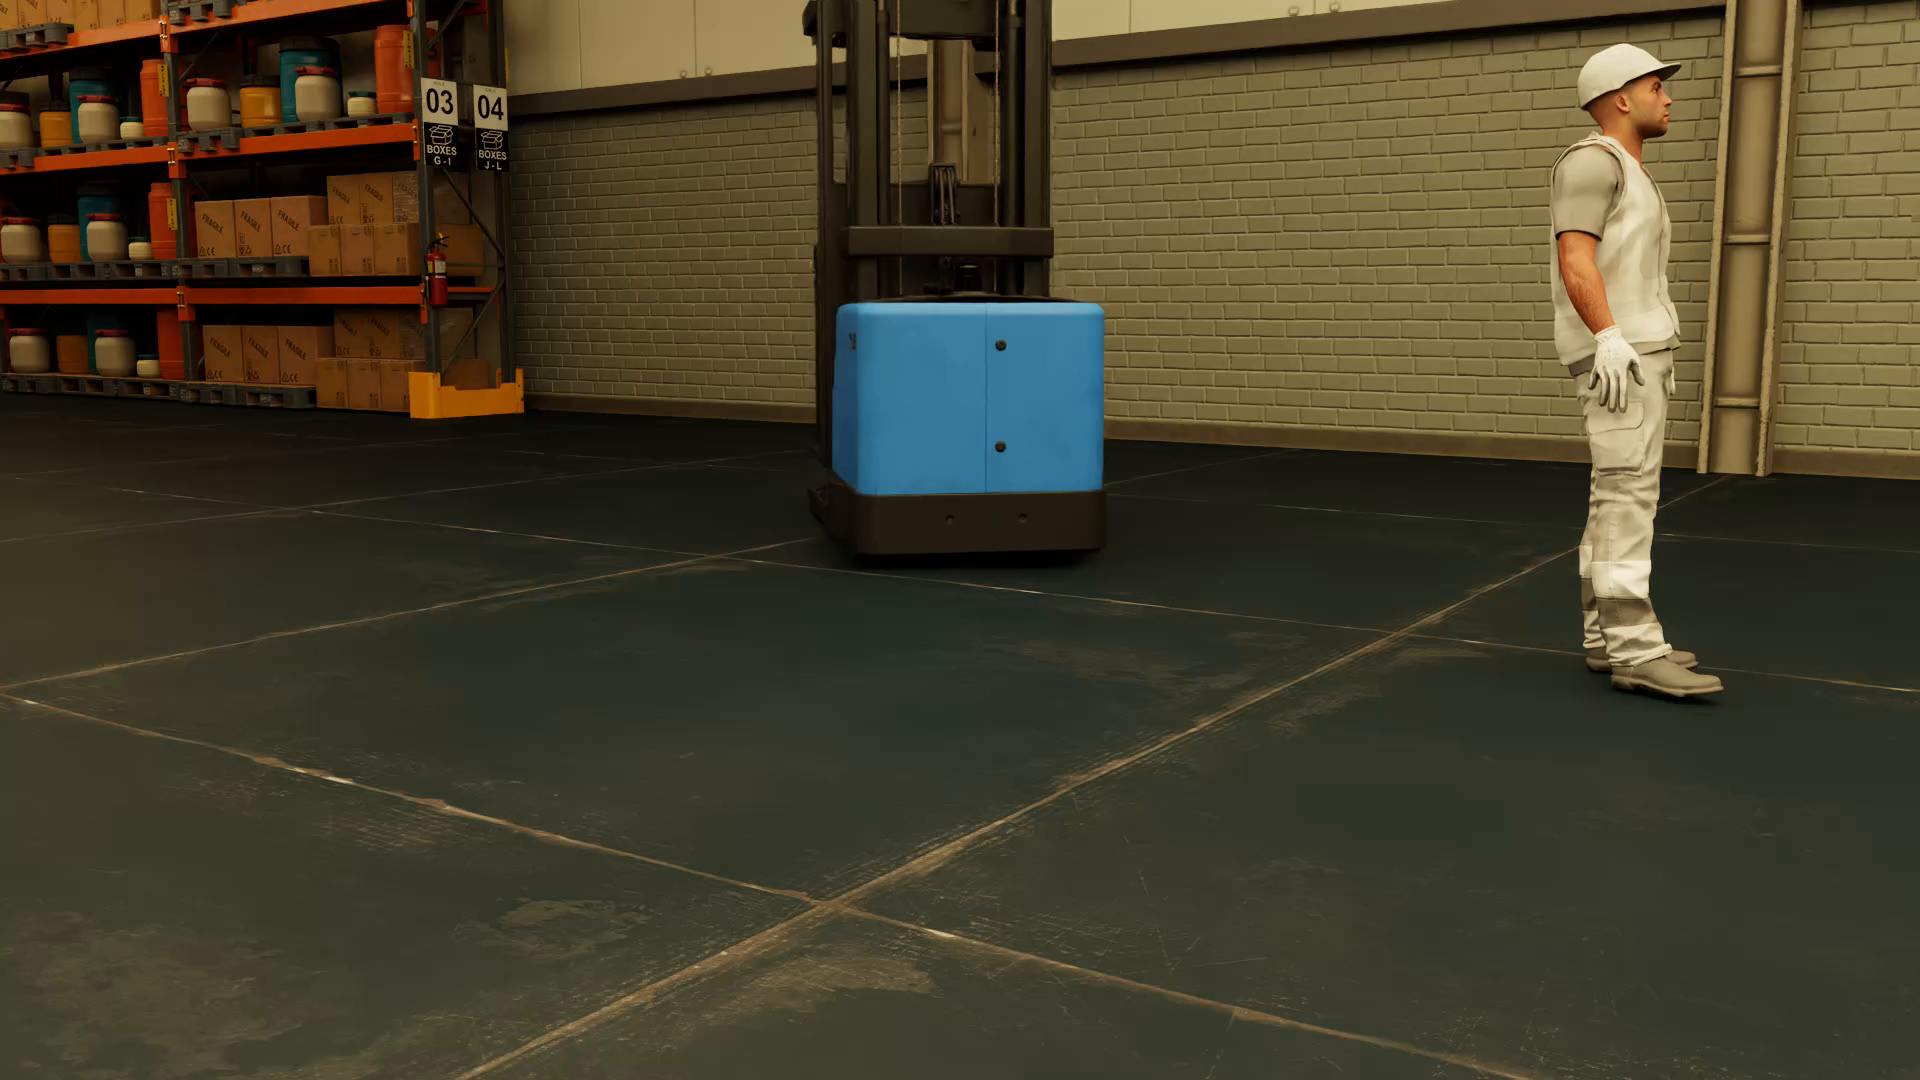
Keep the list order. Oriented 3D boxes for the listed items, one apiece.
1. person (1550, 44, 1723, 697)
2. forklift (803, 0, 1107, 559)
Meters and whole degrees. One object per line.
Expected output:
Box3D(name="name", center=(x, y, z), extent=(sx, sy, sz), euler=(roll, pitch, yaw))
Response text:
Box3D(name="person", center=(1.955, -0.500, 4.712), extent=(0.563, 1.789, 0.637), euler=(5, 10, 33))
Box3D(name="forklift", center=(-0.165, -1.540, 8.022), extent=(1.130, 2.935, 3.031), euler=(-1, 8, -10))
